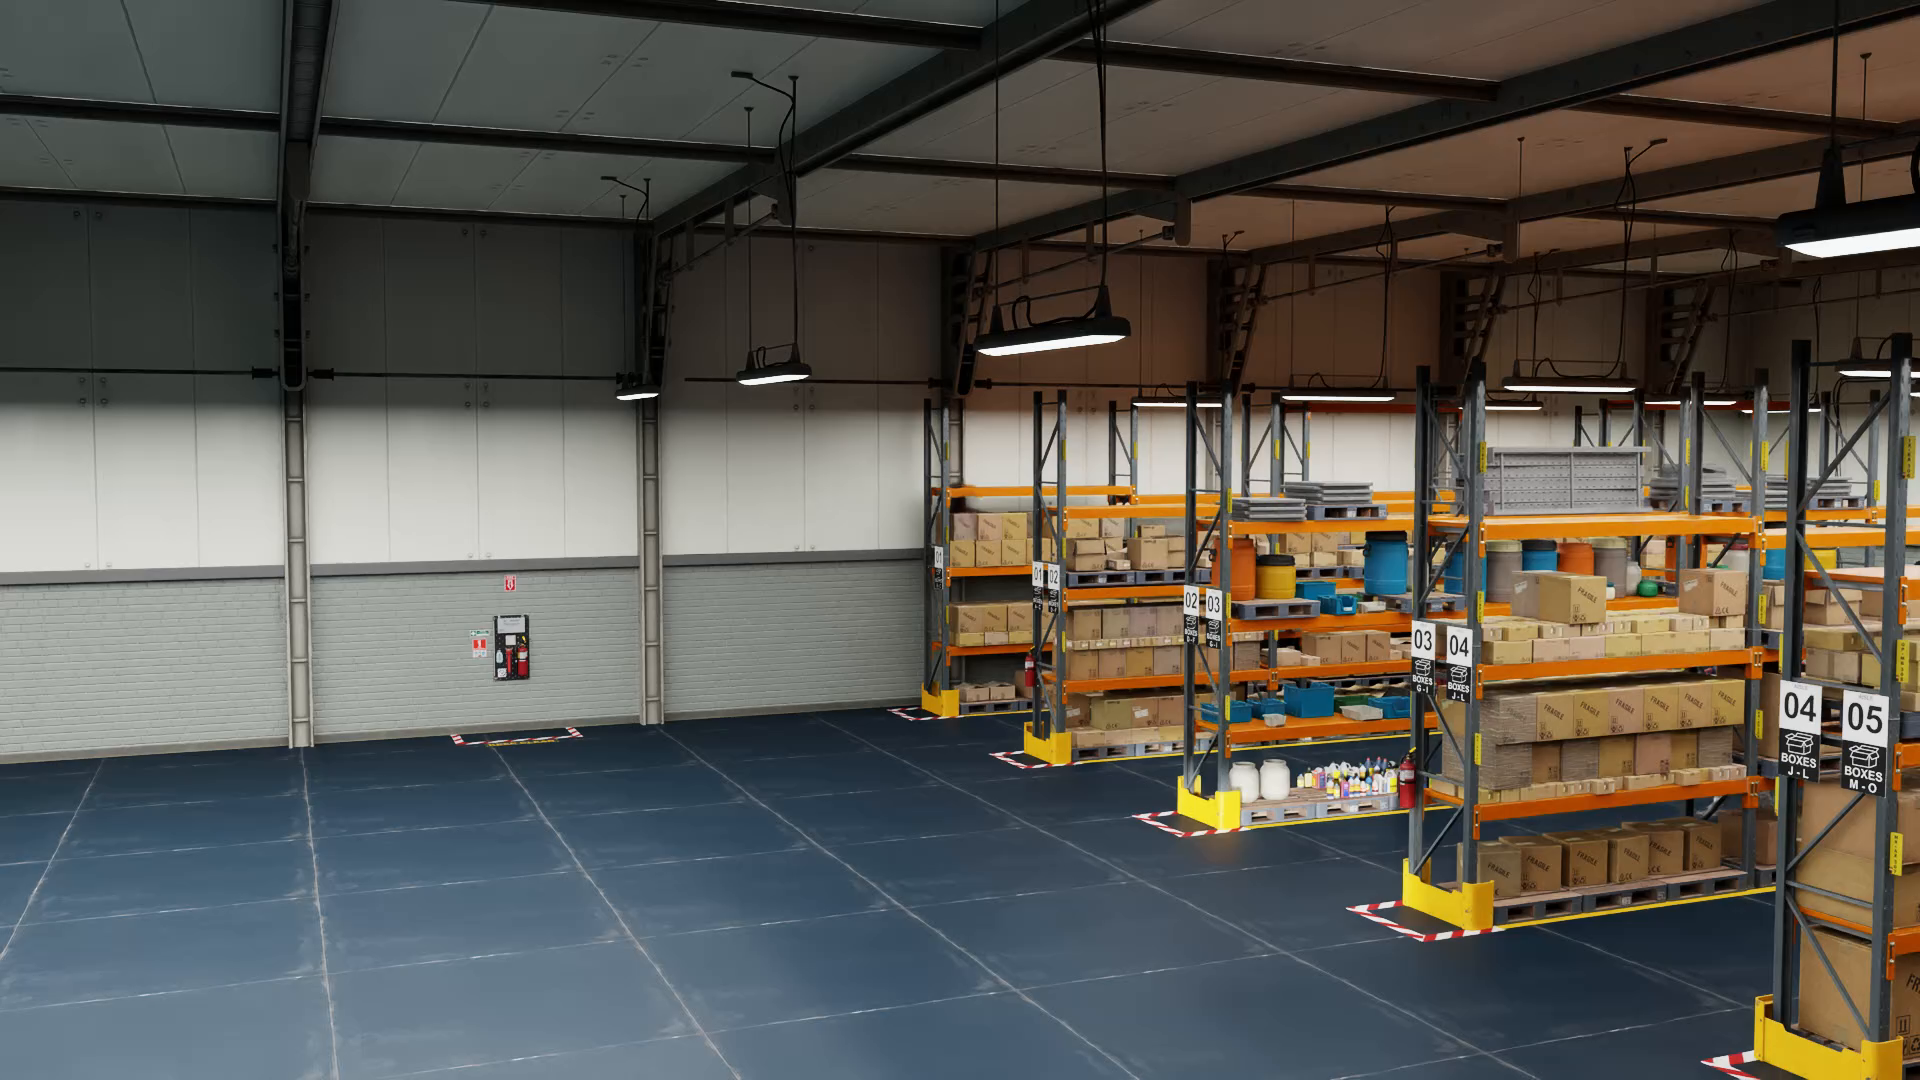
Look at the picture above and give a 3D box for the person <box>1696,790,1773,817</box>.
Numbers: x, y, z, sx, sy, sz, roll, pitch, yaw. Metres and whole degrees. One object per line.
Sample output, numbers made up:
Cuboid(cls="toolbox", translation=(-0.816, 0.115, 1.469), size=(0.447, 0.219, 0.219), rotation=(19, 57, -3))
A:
Cuboid(cls="person", translation=(10.602, 2.908, 22.581), size=(1.056, 1.667, 0.503), rotation=(-1, 3, -13))
